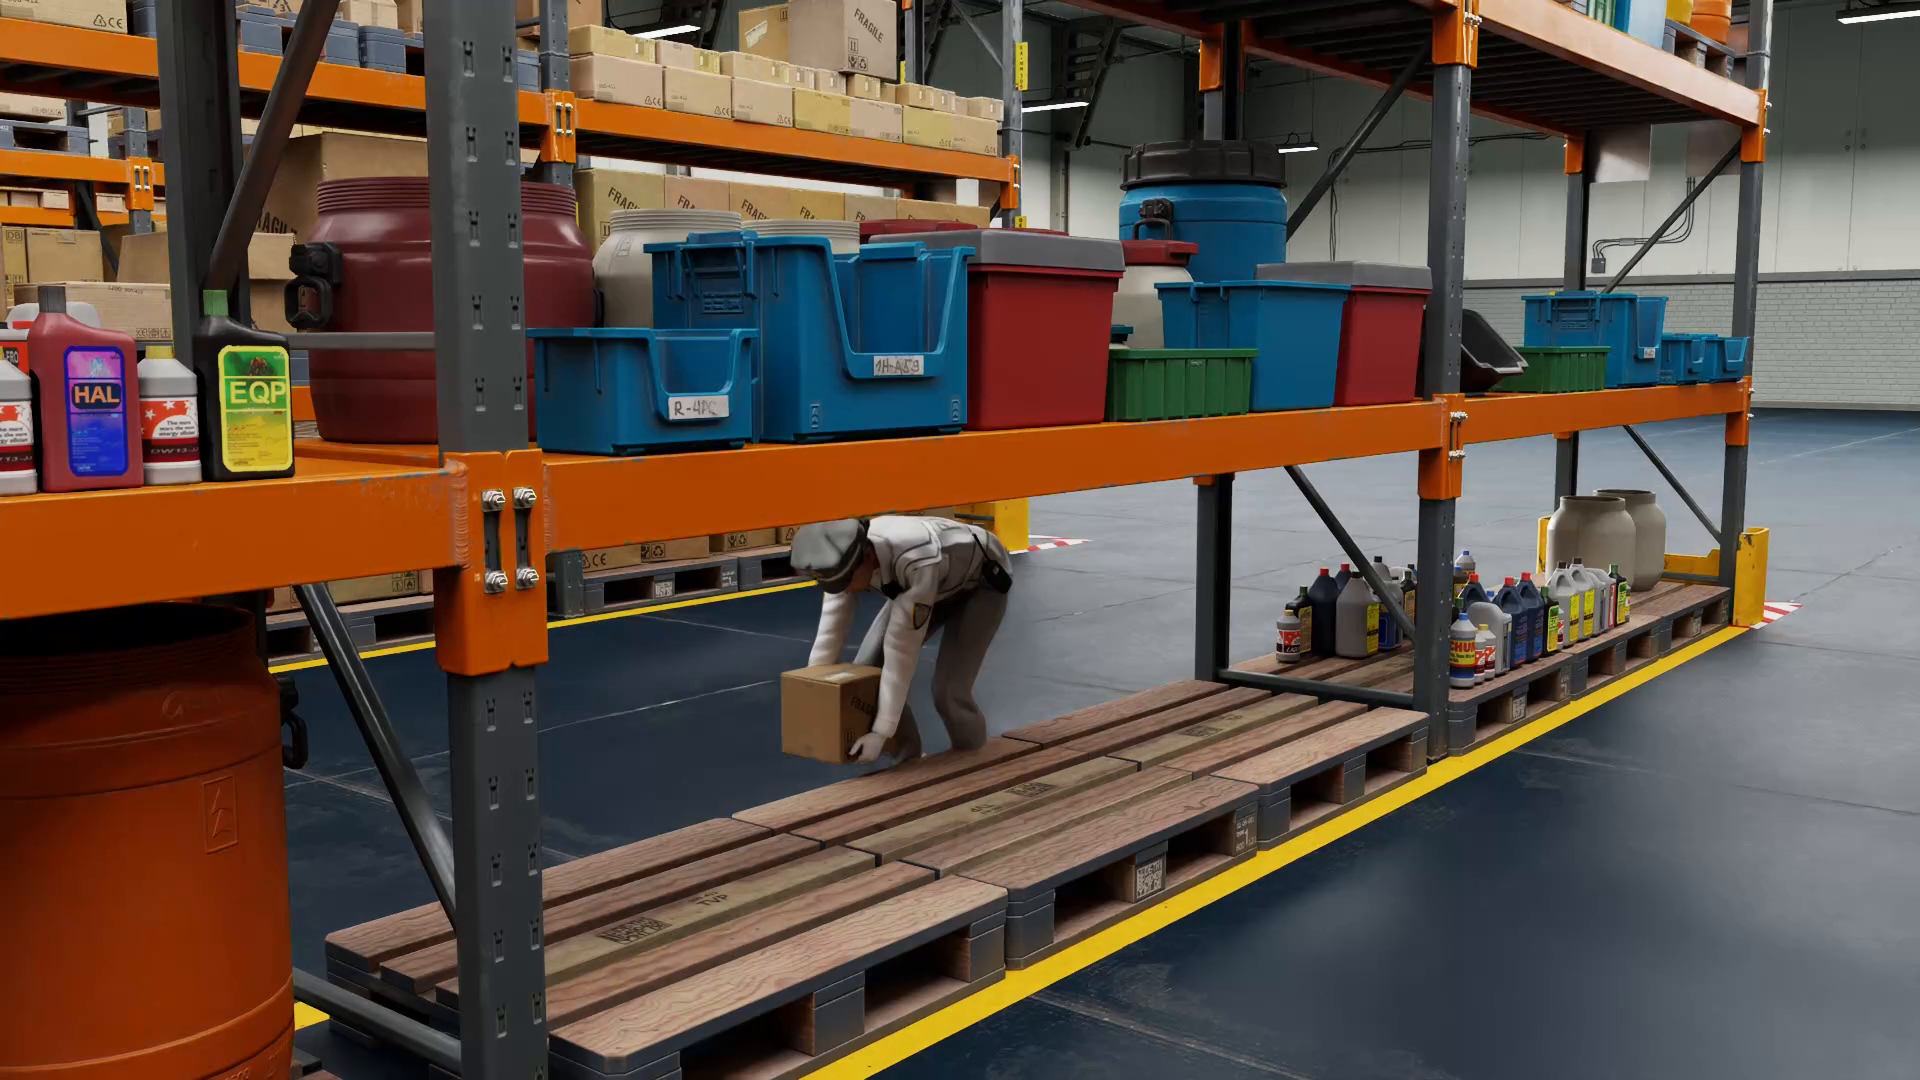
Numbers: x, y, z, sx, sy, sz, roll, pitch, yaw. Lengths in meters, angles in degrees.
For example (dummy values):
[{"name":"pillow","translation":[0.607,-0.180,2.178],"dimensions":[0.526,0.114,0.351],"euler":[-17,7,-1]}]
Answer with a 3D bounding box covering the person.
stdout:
[{"name":"person","translation":[-0.183,0.370,5.311],"dimensions":[0.452,1.032,0.921],"euler":[5,8,36]}]
